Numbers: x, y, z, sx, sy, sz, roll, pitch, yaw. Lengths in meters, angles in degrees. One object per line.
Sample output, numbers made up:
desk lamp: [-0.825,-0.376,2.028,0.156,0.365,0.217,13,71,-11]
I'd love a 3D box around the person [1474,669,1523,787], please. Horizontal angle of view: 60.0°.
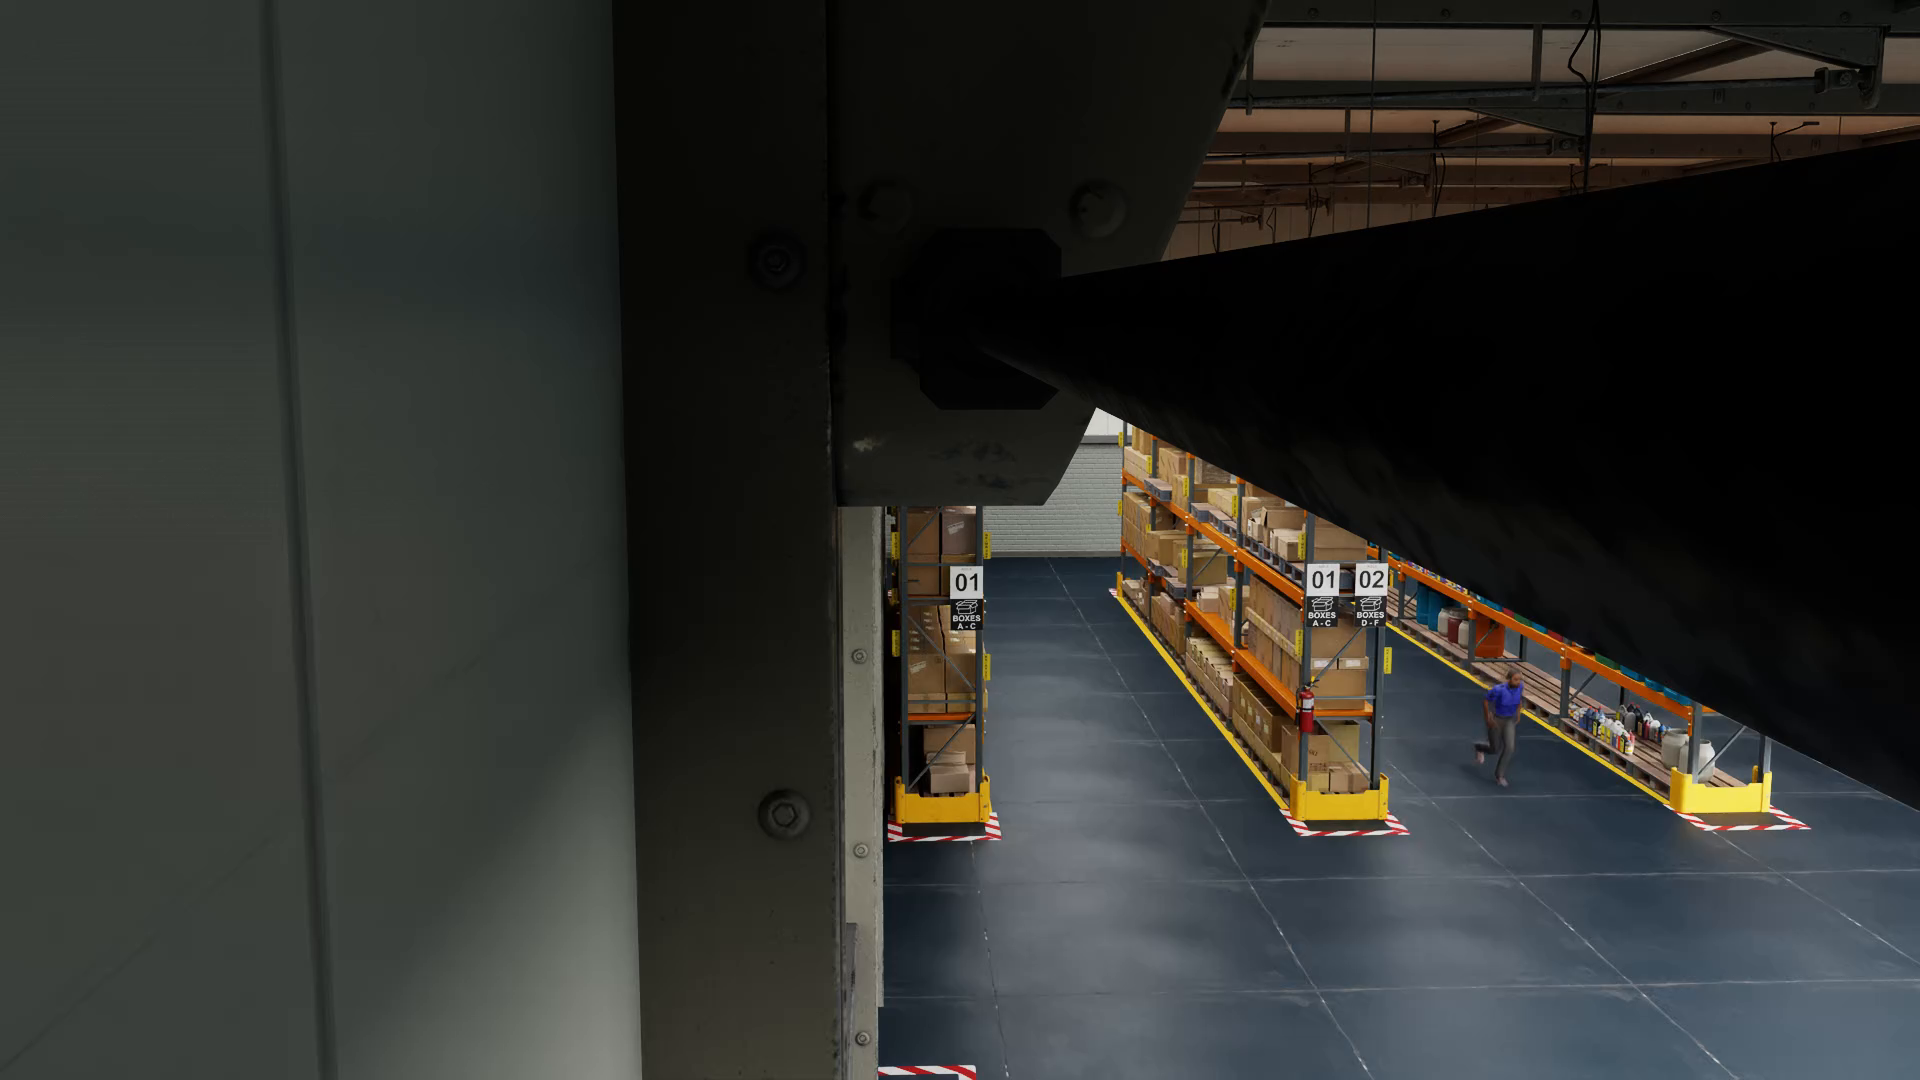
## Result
person: [7.216,2.454,22.298,0.575,1.609,0.845,-3,9,-21]
